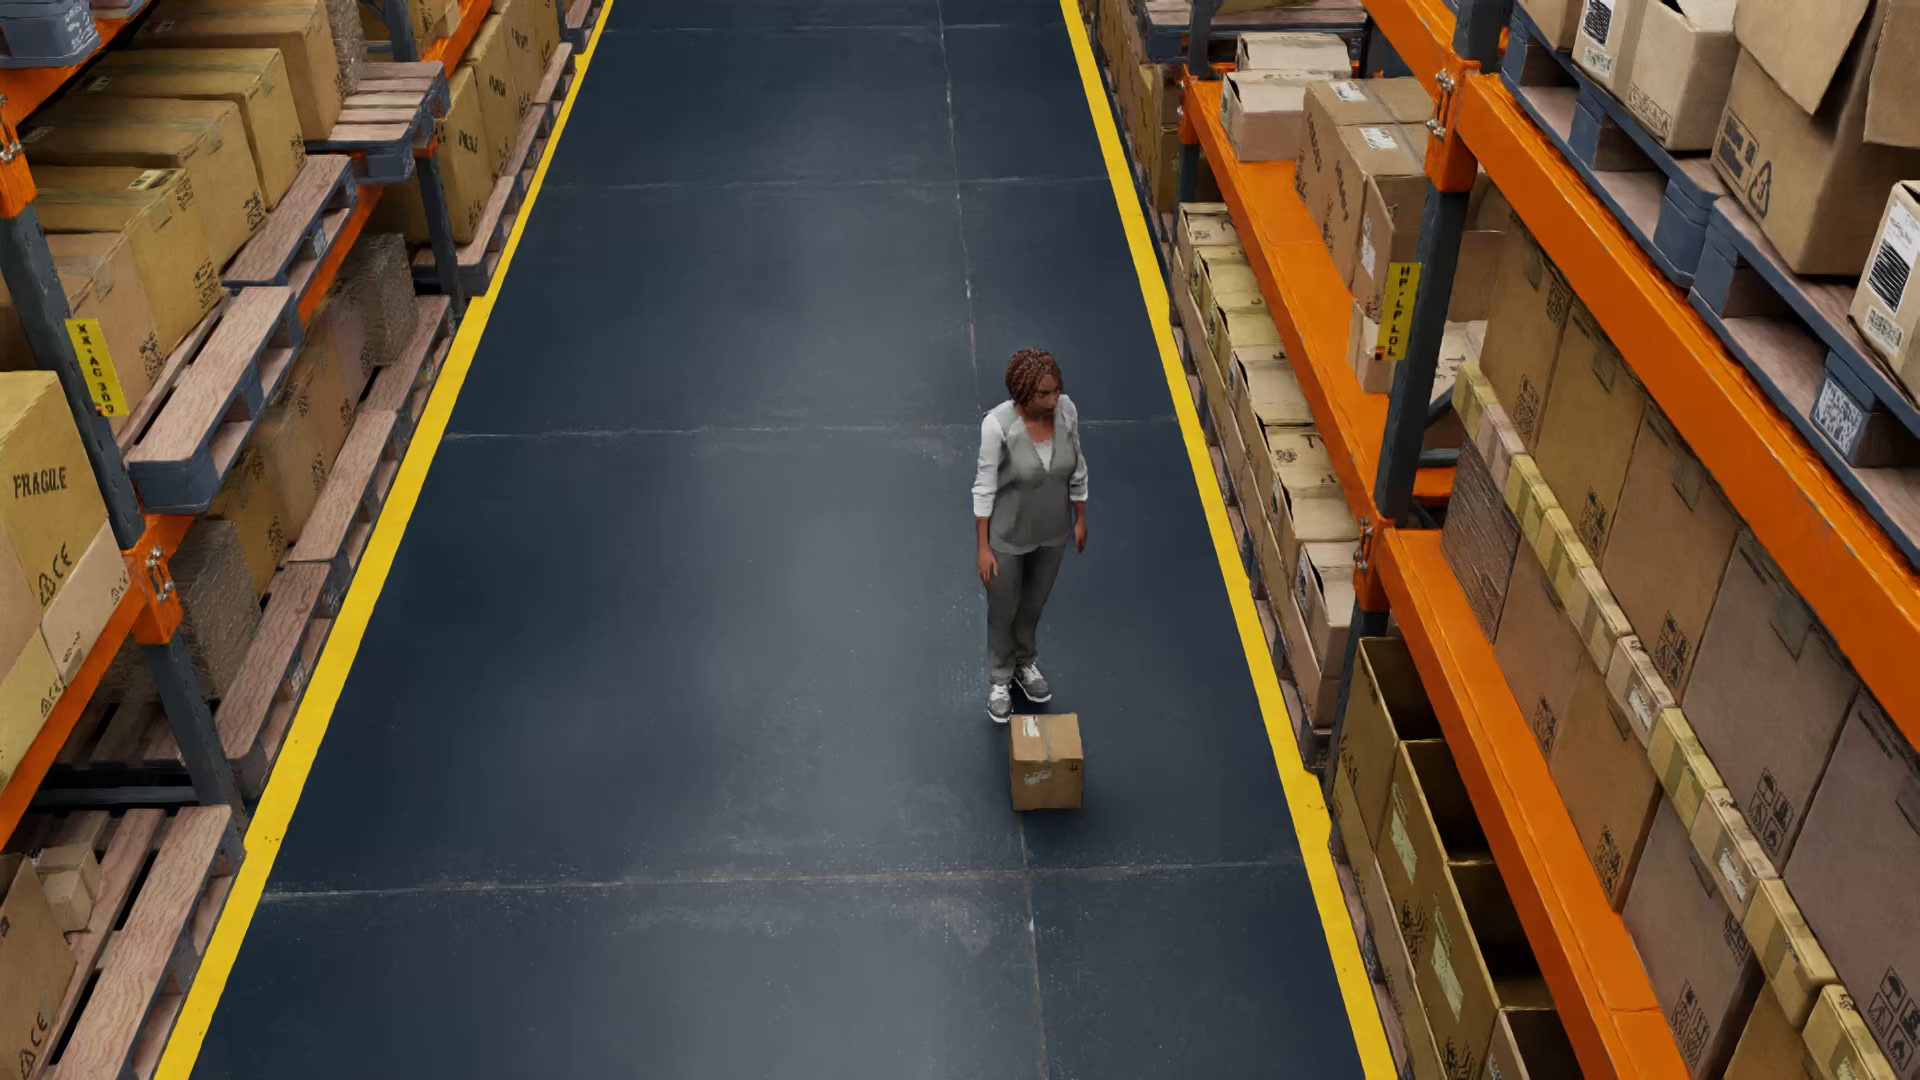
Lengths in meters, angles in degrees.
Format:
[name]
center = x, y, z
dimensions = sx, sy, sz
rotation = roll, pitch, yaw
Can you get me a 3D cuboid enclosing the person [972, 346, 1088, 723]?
[person]
center = 0.247, -0.027, 6.186
dimensions = 0.464, 1.608, 0.353
rotation = -15, 38, -20
